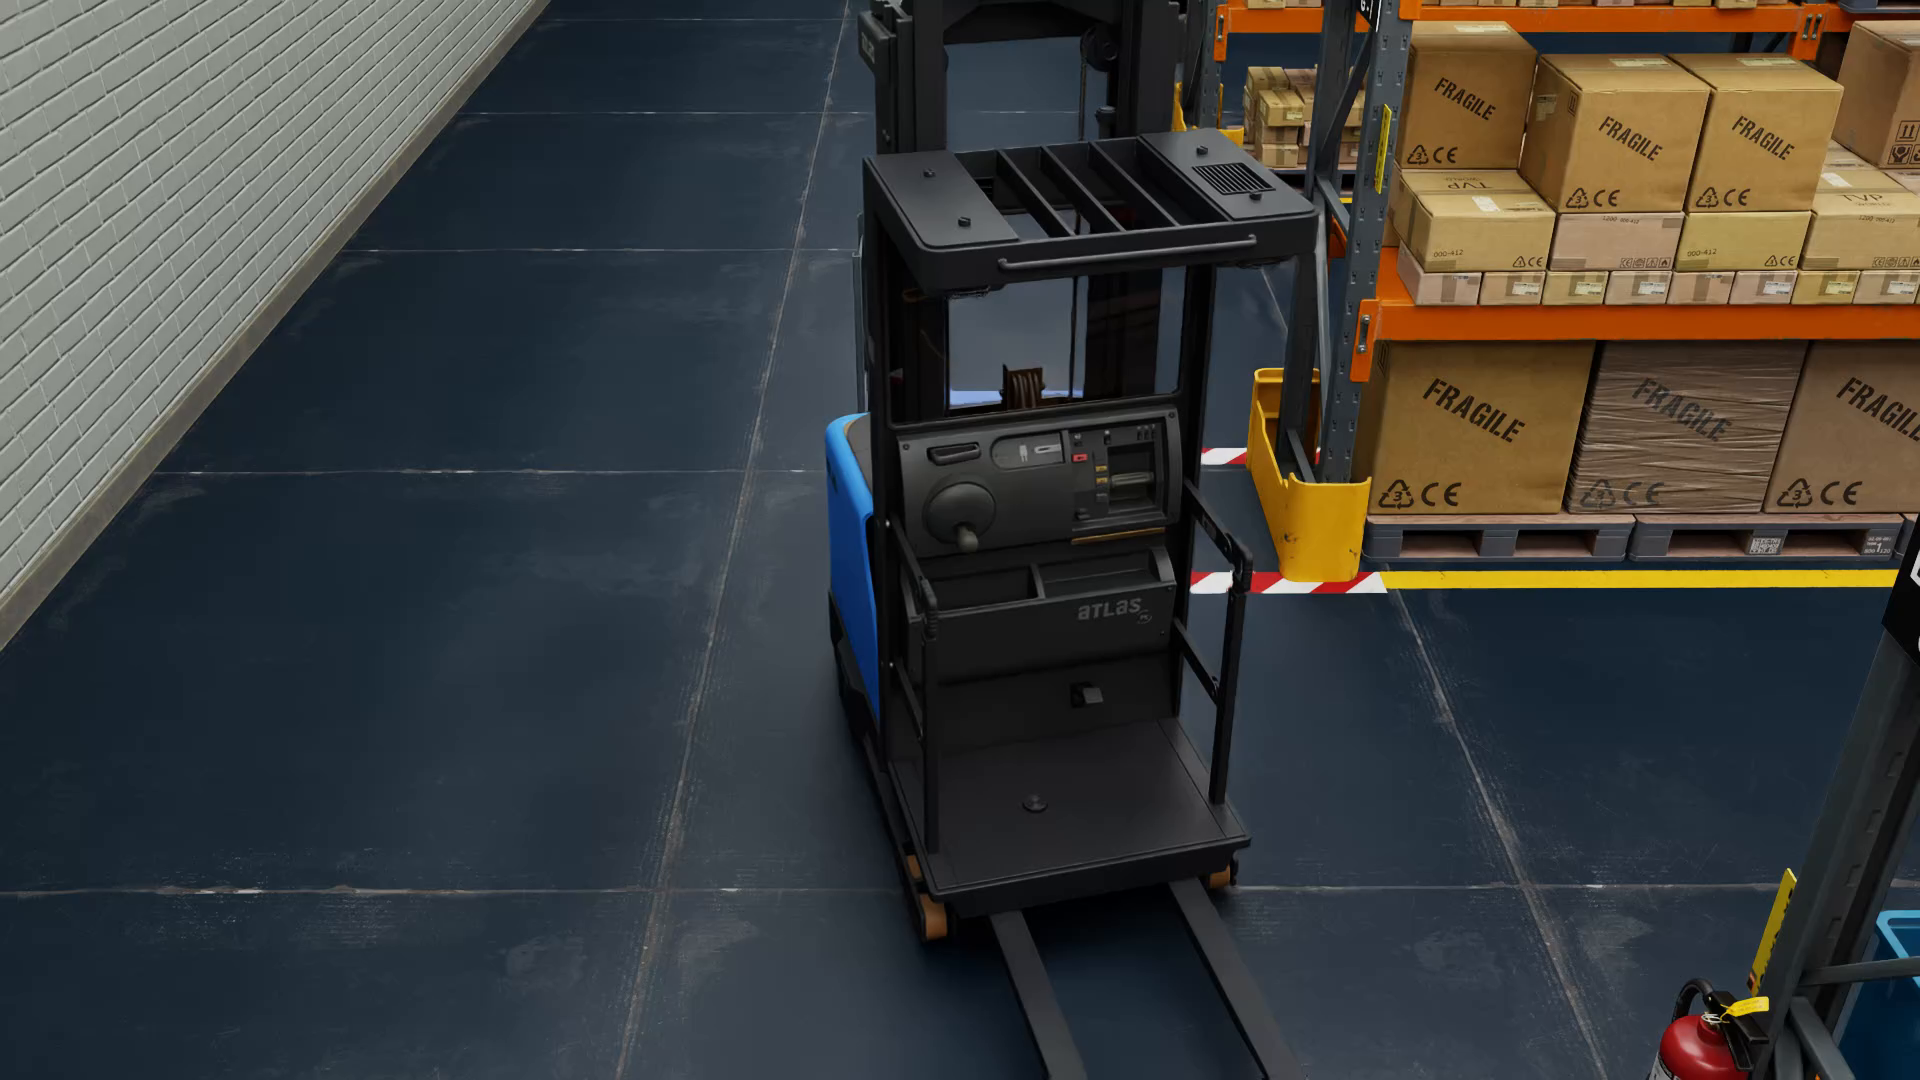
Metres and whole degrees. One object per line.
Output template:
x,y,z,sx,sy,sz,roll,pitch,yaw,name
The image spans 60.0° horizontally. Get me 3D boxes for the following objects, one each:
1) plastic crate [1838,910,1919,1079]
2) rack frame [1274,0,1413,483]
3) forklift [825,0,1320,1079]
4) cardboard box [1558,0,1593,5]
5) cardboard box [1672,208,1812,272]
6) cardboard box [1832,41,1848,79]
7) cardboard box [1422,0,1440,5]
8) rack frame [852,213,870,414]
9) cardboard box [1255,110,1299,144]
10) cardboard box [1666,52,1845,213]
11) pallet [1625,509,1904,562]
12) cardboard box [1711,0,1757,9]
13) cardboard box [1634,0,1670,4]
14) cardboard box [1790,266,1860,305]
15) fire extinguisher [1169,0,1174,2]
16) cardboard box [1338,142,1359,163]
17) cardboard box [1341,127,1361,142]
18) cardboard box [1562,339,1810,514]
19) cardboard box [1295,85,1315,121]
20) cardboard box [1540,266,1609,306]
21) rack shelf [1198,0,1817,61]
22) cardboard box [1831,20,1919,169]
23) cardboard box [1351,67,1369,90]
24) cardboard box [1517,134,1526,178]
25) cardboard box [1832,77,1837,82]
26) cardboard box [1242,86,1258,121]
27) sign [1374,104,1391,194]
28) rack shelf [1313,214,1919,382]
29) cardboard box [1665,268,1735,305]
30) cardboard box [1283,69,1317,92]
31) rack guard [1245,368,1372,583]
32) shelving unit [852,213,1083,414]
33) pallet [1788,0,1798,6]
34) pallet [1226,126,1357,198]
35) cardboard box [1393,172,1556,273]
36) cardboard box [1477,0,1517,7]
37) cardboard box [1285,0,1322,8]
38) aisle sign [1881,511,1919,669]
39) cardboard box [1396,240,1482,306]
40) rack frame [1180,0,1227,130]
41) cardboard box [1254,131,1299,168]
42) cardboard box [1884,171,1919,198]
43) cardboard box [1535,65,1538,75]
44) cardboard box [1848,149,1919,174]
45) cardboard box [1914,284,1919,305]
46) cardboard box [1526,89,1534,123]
2.002,1.034,3.063,0.499,0.435,0.616,0,31,0,plastic crate
1.638,-1.397,7.161,0.127,3.000,1.000,0,31,0,rack frame
0.320,-0.139,5.154,1.130,2.935,3.031,-8,32,-12,forklift
4.116,-3.748,11.278,0.250,0.149,0.380,-1,31,-1,cardboard box
3.142,-1.326,6.902,0.500,0.250,0.500,-1,31,-2,cardboard box
6.450,-3.279,11.545,0.500,0.250,0.500,-1,31,-2,cardboard box
3.089,-3.749,11.279,0.250,0.149,0.380,0,31,-1,cardboard box
-0.423,-0.640,7.359,0.032,1.500,0.500,0,31,0,rack frame
2.235,-2.926,11.738,0.250,0.149,0.380,1,31,2,cardboard box
3.138,-1.648,6.710,0.500,0.500,0.500,-1,31,-2,cardboard box
3.654,-0.250,7.959,1.213,0.211,1.003,0,31,0,pallet
5.168,-3.695,11.191,0.250,0.149,0.380,-1,31,-2,cardboard box
4.643,-3.760,11.298,0.250,0.149,0.380,-1,31,-2,cardboard box
3.533,-1.125,6.954,0.250,0.149,0.380,-1,31,-2,cardboard box
1.455,-4.016,11.912,0.183,0.674,0.296,0,31,0,fire extinguisher
2.745,-2.814,11.840,0.250,0.149,0.380,0,31,0,cardboard box
2.753,-2.945,11.768,0.250,0.149,0.380,0,31,0,cardboard box
3.188,-0.714,7.679,0.875,0.875,0.875,0,31,0,cardboard box
2.510,-3.074,11.694,0.250,0.149,0.380,0,31,1,cardboard box
2.508,-1.122,6.950,0.250,0.149,0.380,-1,31,-1,cardboard box
3.710,-3.669,11.598,4.000,0.370,1.077,0,31,0,rack shelf
4.145,-1.923,7.162,0.500,0.500,0.500,-1,31,-2,cardboard box
3.007,-3.324,12.106,0.250,0.149,0.380,-1,31,-2,cardboard box
2.629,-1.600,7.354,0.500,0.250,0.500,-1,31,-1,cardboard box
6.450,-2.958,11.739,0.500,0.500,0.500,1,31,2,cardboard box
2.236,-3.208,12.202,0.250,0.149,0.380,-1,31,-2,cardboard box
1.636,-1.513,6.441,0.005,0.325,0.100,0,31,0,sign
3.638,-1.096,7.357,4.000,0.370,1.077,0,31,0,rack shelf
3.023,-1.124,6.952,0.250,0.149,0.380,-1,31,-1,cardboard box
2.489,-3.289,12.049,0.250,0.149,0.380,0,31,1,cardboard box
1.614,-0.328,7.809,0.348,0.500,1.175,0,31,0,rack guard
0.085,-0.641,7.361,1.048,1.500,0.538,0,31,0,shelving unit
7.573,-5.404,16.454,1.213,0.211,1.003,0,31,0,pallet
2.598,-2.762,12.099,1.213,0.211,1.003,0,31,0,pallet
2.120,-1.321,6.894,0.500,0.250,0.500,-1,31,-2,cardboard box
3.595,-3.725,11.240,0.250,0.149,0.380,1,31,2,cardboard box
2.290,-3.716,11.225,0.250,0.149,0.380,1,31,1,cardboard box
1.595,-0.091,2.502,0.004,0.787,0.394,0,31,0,aisle sign
1.995,-1.119,6.945,0.250,0.149,0.380,0,31,0,cardboard box
1.710,-3.970,11.401,0.127,3.000,1.000,0,31,0,rack frame
2.235,-2.766,11.761,0.250,0.149,0.380,0,31,1,cardboard box
4.171,-1.330,6.909,0.500,0.250,0.500,0,31,1,cardboard box
4.320,-3.336,12.127,0.250,0.149,0.380,0,31,1,cardboard box
4.152,-1.603,7.359,0.500,0.250,0.500,1,31,1,cardboard box
4.050,-1.127,6.958,0.250,0.149,0.380,-1,31,-1,cardboard box
4.051,-3.019,11.604,0.250,0.149,0.380,-1,31,-2,cardboard box
